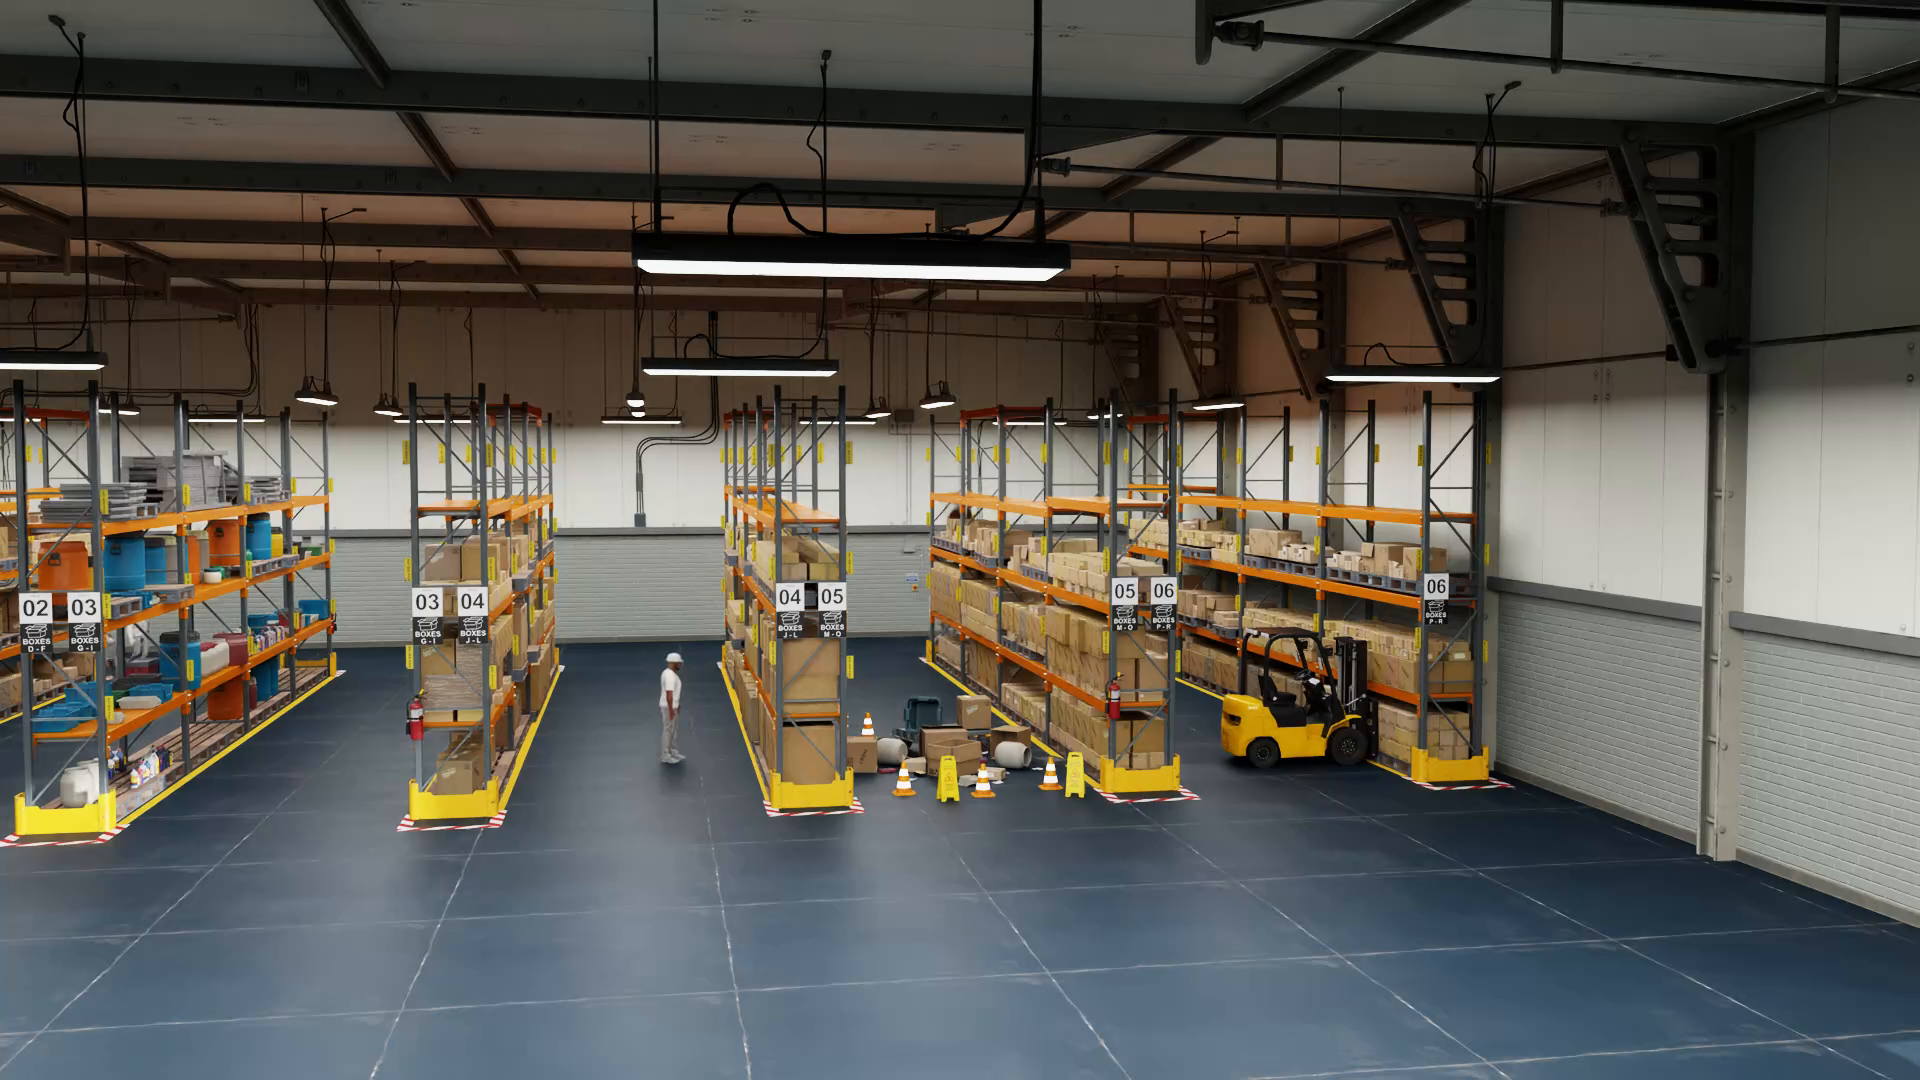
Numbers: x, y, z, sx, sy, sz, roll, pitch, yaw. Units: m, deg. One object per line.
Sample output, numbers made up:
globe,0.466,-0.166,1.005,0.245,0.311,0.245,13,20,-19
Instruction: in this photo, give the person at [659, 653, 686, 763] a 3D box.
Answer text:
person,-4.704,2.737,27.191,0.433,1.782,0.599,0,3,-9

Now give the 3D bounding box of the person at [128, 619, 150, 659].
person,-18.809,2.219,38.078,0.475,1.679,0.502,2,4,35

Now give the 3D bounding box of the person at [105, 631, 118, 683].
person,-17.590,2.499,34.366,0.508,1.581,0.582,1,3,19

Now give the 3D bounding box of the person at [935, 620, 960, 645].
person,-0.310,1.977,42.101,0.574,1.694,0.842,-2,4,-40
